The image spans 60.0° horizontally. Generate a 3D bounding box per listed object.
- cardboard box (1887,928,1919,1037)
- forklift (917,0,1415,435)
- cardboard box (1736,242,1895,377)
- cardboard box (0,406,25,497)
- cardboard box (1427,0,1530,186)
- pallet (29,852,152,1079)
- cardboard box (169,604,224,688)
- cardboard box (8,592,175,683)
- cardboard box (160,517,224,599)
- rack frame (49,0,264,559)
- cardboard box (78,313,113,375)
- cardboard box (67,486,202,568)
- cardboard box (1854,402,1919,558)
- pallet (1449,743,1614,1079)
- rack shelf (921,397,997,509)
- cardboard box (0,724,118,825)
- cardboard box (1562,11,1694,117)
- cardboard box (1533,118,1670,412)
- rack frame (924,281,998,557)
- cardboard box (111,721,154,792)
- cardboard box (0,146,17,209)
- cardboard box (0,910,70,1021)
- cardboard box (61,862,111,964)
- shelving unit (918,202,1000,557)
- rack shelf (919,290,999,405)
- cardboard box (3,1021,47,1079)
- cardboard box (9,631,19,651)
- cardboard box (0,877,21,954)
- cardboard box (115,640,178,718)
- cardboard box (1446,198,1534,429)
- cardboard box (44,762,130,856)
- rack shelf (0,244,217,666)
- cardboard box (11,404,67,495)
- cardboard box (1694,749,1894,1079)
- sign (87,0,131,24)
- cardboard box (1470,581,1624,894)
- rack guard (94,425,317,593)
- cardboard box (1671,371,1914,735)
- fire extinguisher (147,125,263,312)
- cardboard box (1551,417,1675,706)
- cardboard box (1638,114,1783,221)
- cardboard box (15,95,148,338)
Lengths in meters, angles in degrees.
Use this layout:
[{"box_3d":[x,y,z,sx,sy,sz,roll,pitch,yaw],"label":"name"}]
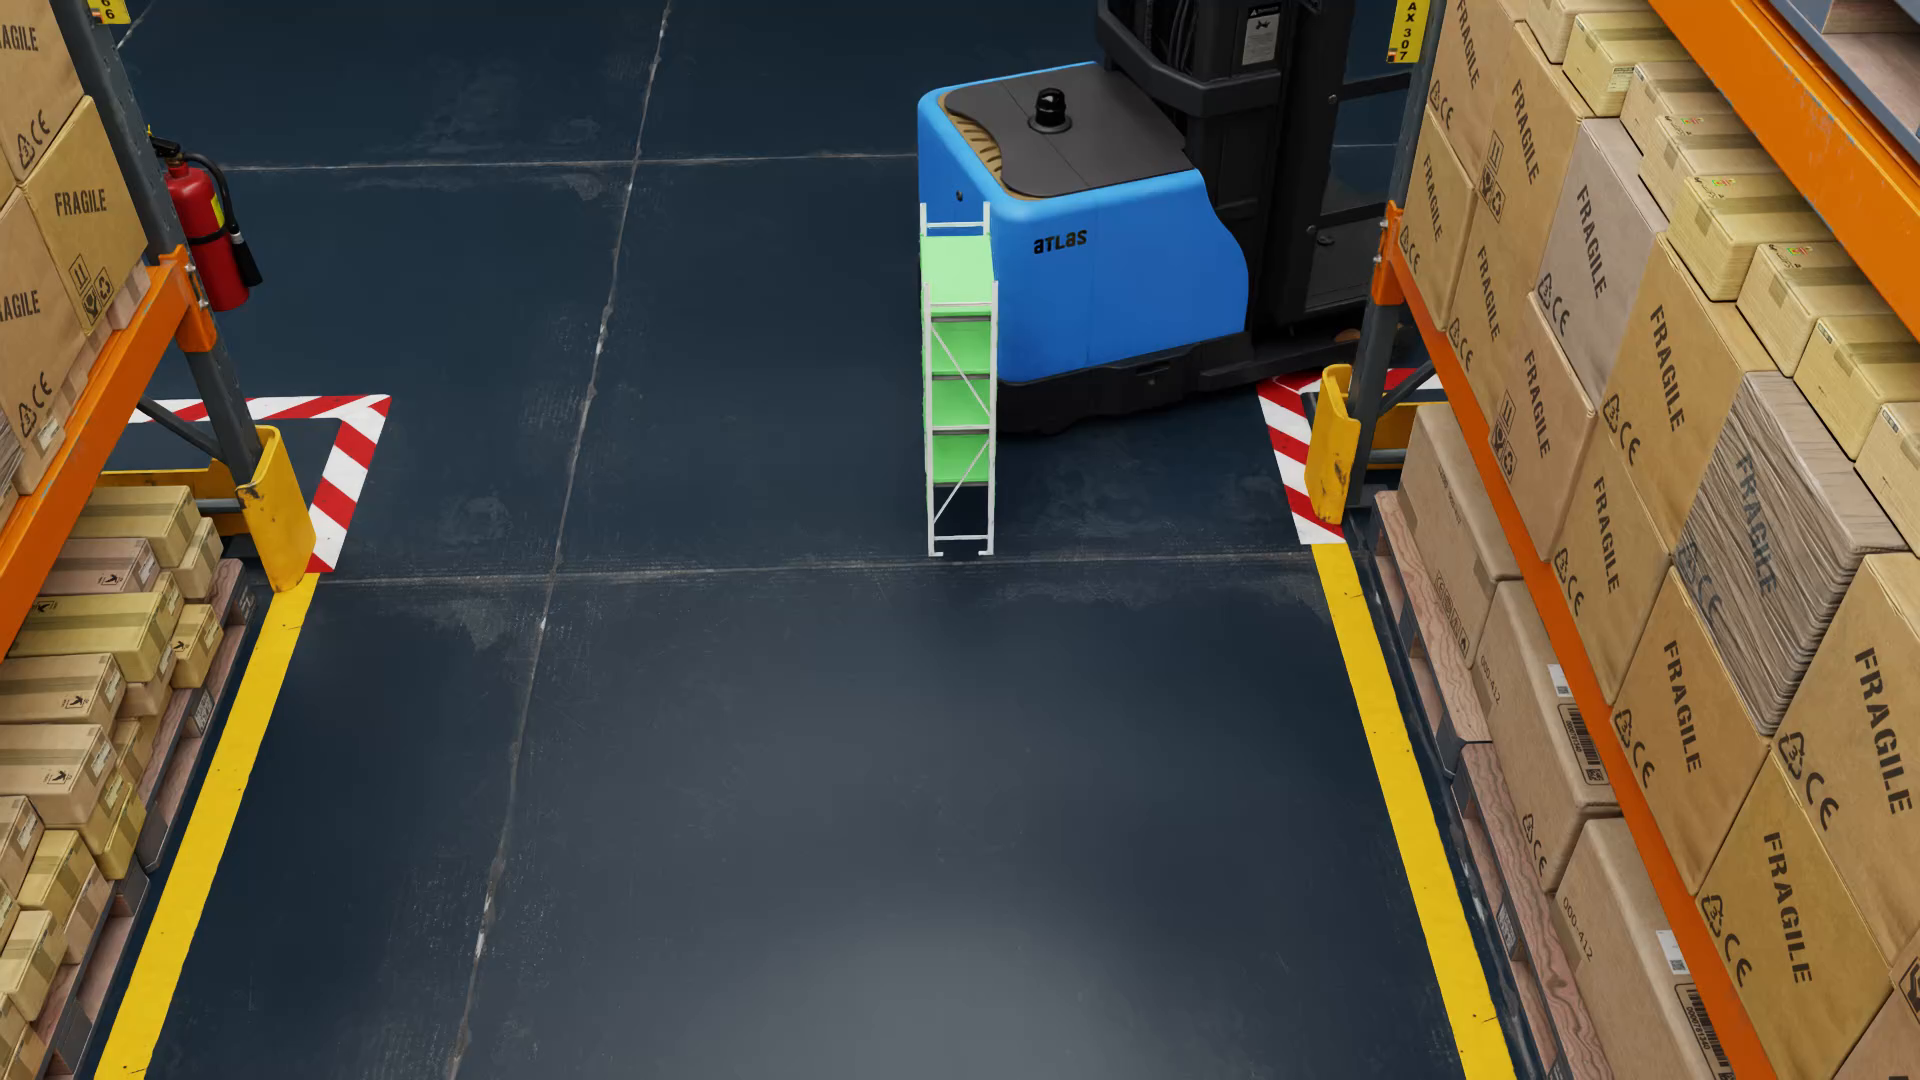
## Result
[{"box_3d":[1.812,0.706,2.446,0.500,0.500,0.500,-2,43,-2],"label":"cardboard box"},{"box_3d":[1.386,-2.125,6.399,3.031,2.935,1.130,-14,44,-15],"label":"forklift"},{"box_3d":[1.761,-0.452,3.229,0.380,0.149,0.250,-2,43,-2],"label":"cardboard box"},{"box_3d":[-2.679,-0.229,3.986,0.500,0.500,0.500,-2,43,-2],"label":"cardboard box"},{"box_3d":[1.674,-1.352,4.691,0.500,0.500,0.500,-3,43,-3],"label":"cardboard box"},{"box_3d":[-2.952,1.382,4.586,1.003,0.211,1.213,-2,43,-2],"label":"pallet"},{"box_3d":[-2.660,0.348,5.449,0.380,0.149,0.250,0,43,0],"label":"cardboard box"},{"box_3d":[-2.636,0.301,5.060,0.380,0.149,0.250,-3,43,-3],"label":"cardboard box"},{"box_3d":[-2.695,0.066,5.536,0.380,0.149,0.250,-3,43,-3],"label":"cardboard box"},{"box_3d":[-3.003,-1.068,5.195,1.000,3.000,0.127,-2,43,-2],"label":"rack frame"},{"box_3d":[-2.734,-0.595,4.865,0.380,0.149,0.250,-2,43,-2],"label":"cardboard box"},{"box_3d":[-2.727,-0.041,5.434,0.380,0.149,0.250,-1,43,-1],"label":"cardboard box"},{"box_3d":[1.798,-0.109,2.855,0.380,0.149,0.250,-2,43,-2],"label":"cardboard box"},{"box_3d":[2.099,1.109,4.884,1.003,0.211,1.213,-2,43,-2],"label":"pallet"},{"box_3d":[-0.007,-0.330,6.172,0.258,0.148,0.480,-2,43,-2],"label":"rack shelf"},{"box_3d":[-2.621,0.658,4.671,0.380,0.149,0.250,0,43,0],"label":"cardboard box"},{"box_3d":[1.685,-1.145,3.985,0.380,0.149,0.250,-3,43,-3],"label":"cardboard box"},{"box_3d":[1.733,-0.656,3.931,0.500,0.500,0.500,-2,43,-2],"label":"cardboard box"},{"box_3d":[0.003,-0.389,5.787,0.240,1.200,0.015,-2,43,-2],"label":"rack frame"},{"box_3d":[-2.711,0.695,5.071,0.380,0.149,0.250,-1,43,-1],"label":"cardboard box"},{"box_3d":[-2.713,-0.939,4.021,0.500,0.500,0.500,-3,43,-3],"label":"cardboard box"},{"box_3d":[-2.605,1.125,4.381,0.380,0.149,0.250,-1,43,-1],"label":"cardboard box"},{"box_3d":[-2.646,1.051,4.683,0.380,0.149,0.250,-1,43,-1],"label":"cardboard box"},{"box_3d":[-0.007,-0.554,5.966,0.258,1.200,0.503,-2,43,-2],"label":"shelving unit"},{"box_3d":[-0.007,-0.684,5.847,0.258,0.148,0.480,-2,43,-2],"label":"rack shelf"},{"box_3d":[-2.623,1.399,4.303,0.380,0.149,0.250,-3,43,-3],"label":"cardboard box"},{"box_3d":[-3.207,0.365,5.431,0.380,0.149,0.250,-2,43,-2],"label":"cardboard box"},{"box_3d":[-2.681,1.015,4.282,0.380,0.149,0.250,-1,43,-2],"label":"cardboard box"},{"box_3d":[-2.671,0.417,5.154,0.380,0.149,0.250,-3,43,-4],"label":"cardboard box"},{"box_3d":[1.721,-0.642,4.657,0.500,0.500,0.500,-2,43,-2],"label":"cardboard box"},{"box_3d":[-2.637,0.766,4.773,0.380,0.149,0.250,-1,43,-1],"label":"cardboard box"},{"box_3d":[-2.918,0.547,3.965,1.077,0.370,4.000,-2,43,-2],"label":"rack shelf"},{"box_3d":[-2.674,-0.254,4.493,0.380,0.149,0.250,-1,43,-1],"label":"cardboard box"},{"box_3d":[1.806,0.732,3.157,0.500,0.500,0.500,-3,43,-3],"label":"cardboard box"},{"box_3d":[-2.447,-1.614,4.700,0.100,0.325,0.005,-2,43,-2],"label":"sign"},{"box_3d":[2.114,0.572,4.992,0.875,0.438,0.875,-1,43,-1],"label":"cardboard box"},{"box_3d":[-3.000,-0.095,5.984,1.175,0.500,0.348,-2,43,-2],"label":"rack guard"},{"box_3d":[1.768,0.020,3.195,0.500,0.500,0.500,-1,43,-1],"label":"cardboard box"},{"box_3d":[-2.552,-1.085,5.547,0.296,0.674,0.183,-2,43,-2],"label":"fire extinguisher"},{"box_3d":[1.763,0.039,3.913,0.500,0.500,0.500,0,43,0],"label":"cardboard box"},{"box_3d":[1.717,-0.799,3.608,0.380,0.149,0.250,-1,43,-1],"label":"cardboard box"},{"box_3d":[-2.727,-0.919,4.738,0.500,0.500,0.500,-1,43,-1],"label":"cardboard box"}]
